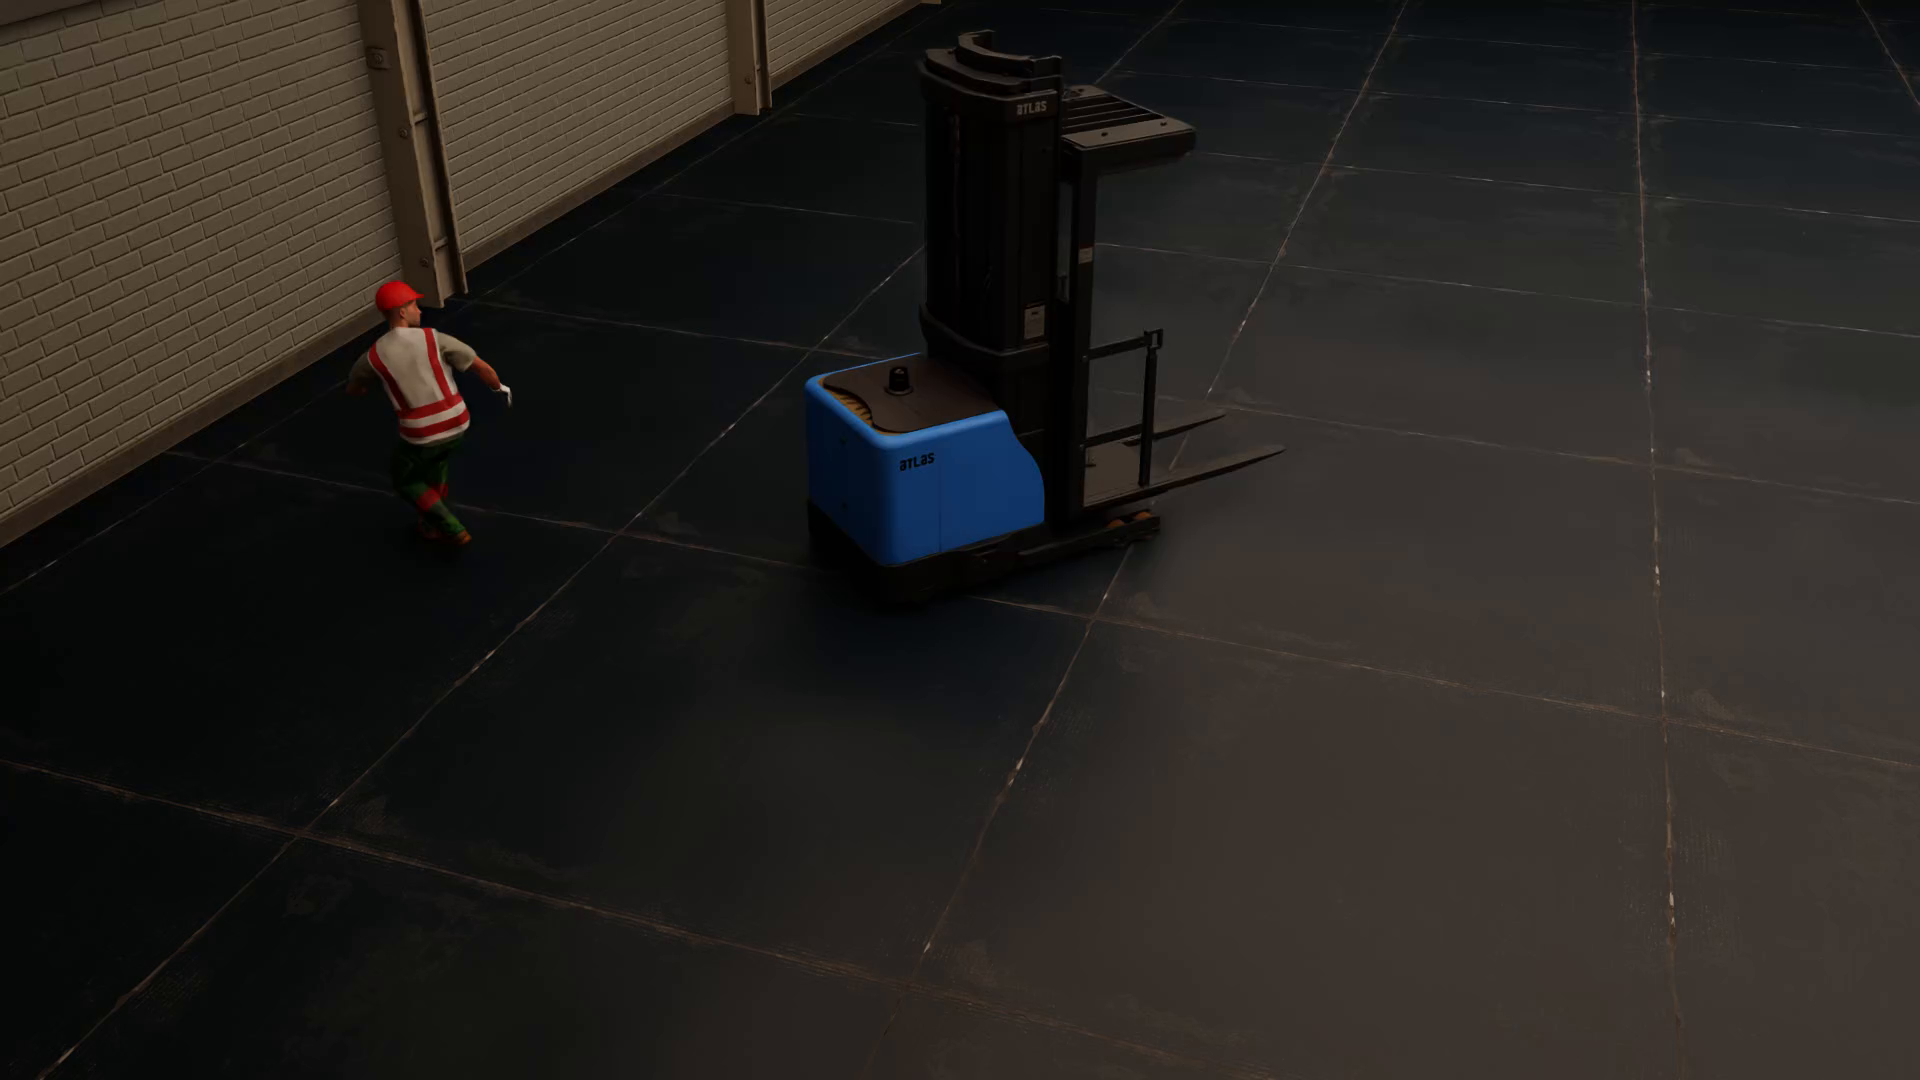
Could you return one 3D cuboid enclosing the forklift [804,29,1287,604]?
[{"bbox_3d":[0.625,-1.436,9.656,3.031,2.935,1.130,-16,33,-26],"label":"forklift"}]

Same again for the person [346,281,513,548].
[{"bbox_3d":[-3.095,-0.757,9.767,0.895,1.644,0.852,-17,34,-28],"label":"person"}]
